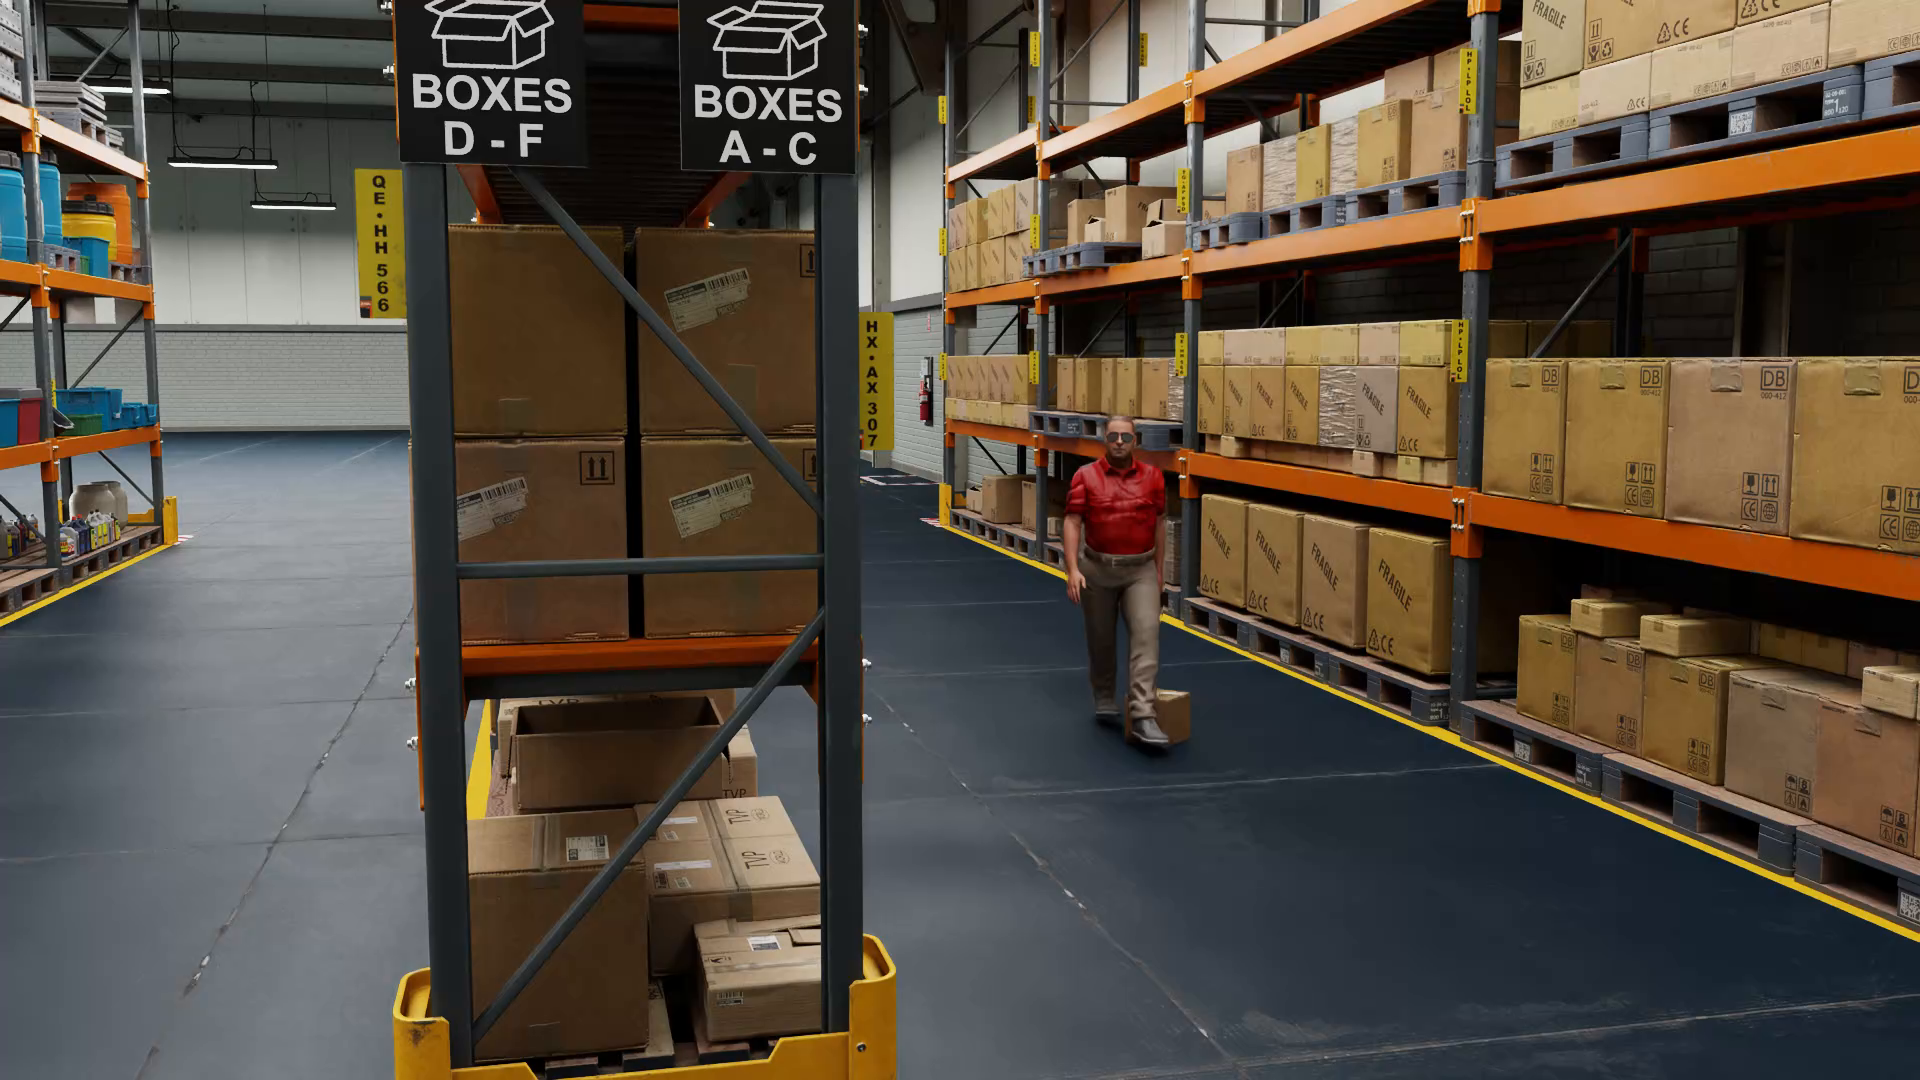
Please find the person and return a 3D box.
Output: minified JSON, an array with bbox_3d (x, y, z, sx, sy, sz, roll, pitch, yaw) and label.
[{"bbox_3d":[0.820,0.176,8.763,0.559,1.662,1.046,0,6,1],"label":"person"}]
